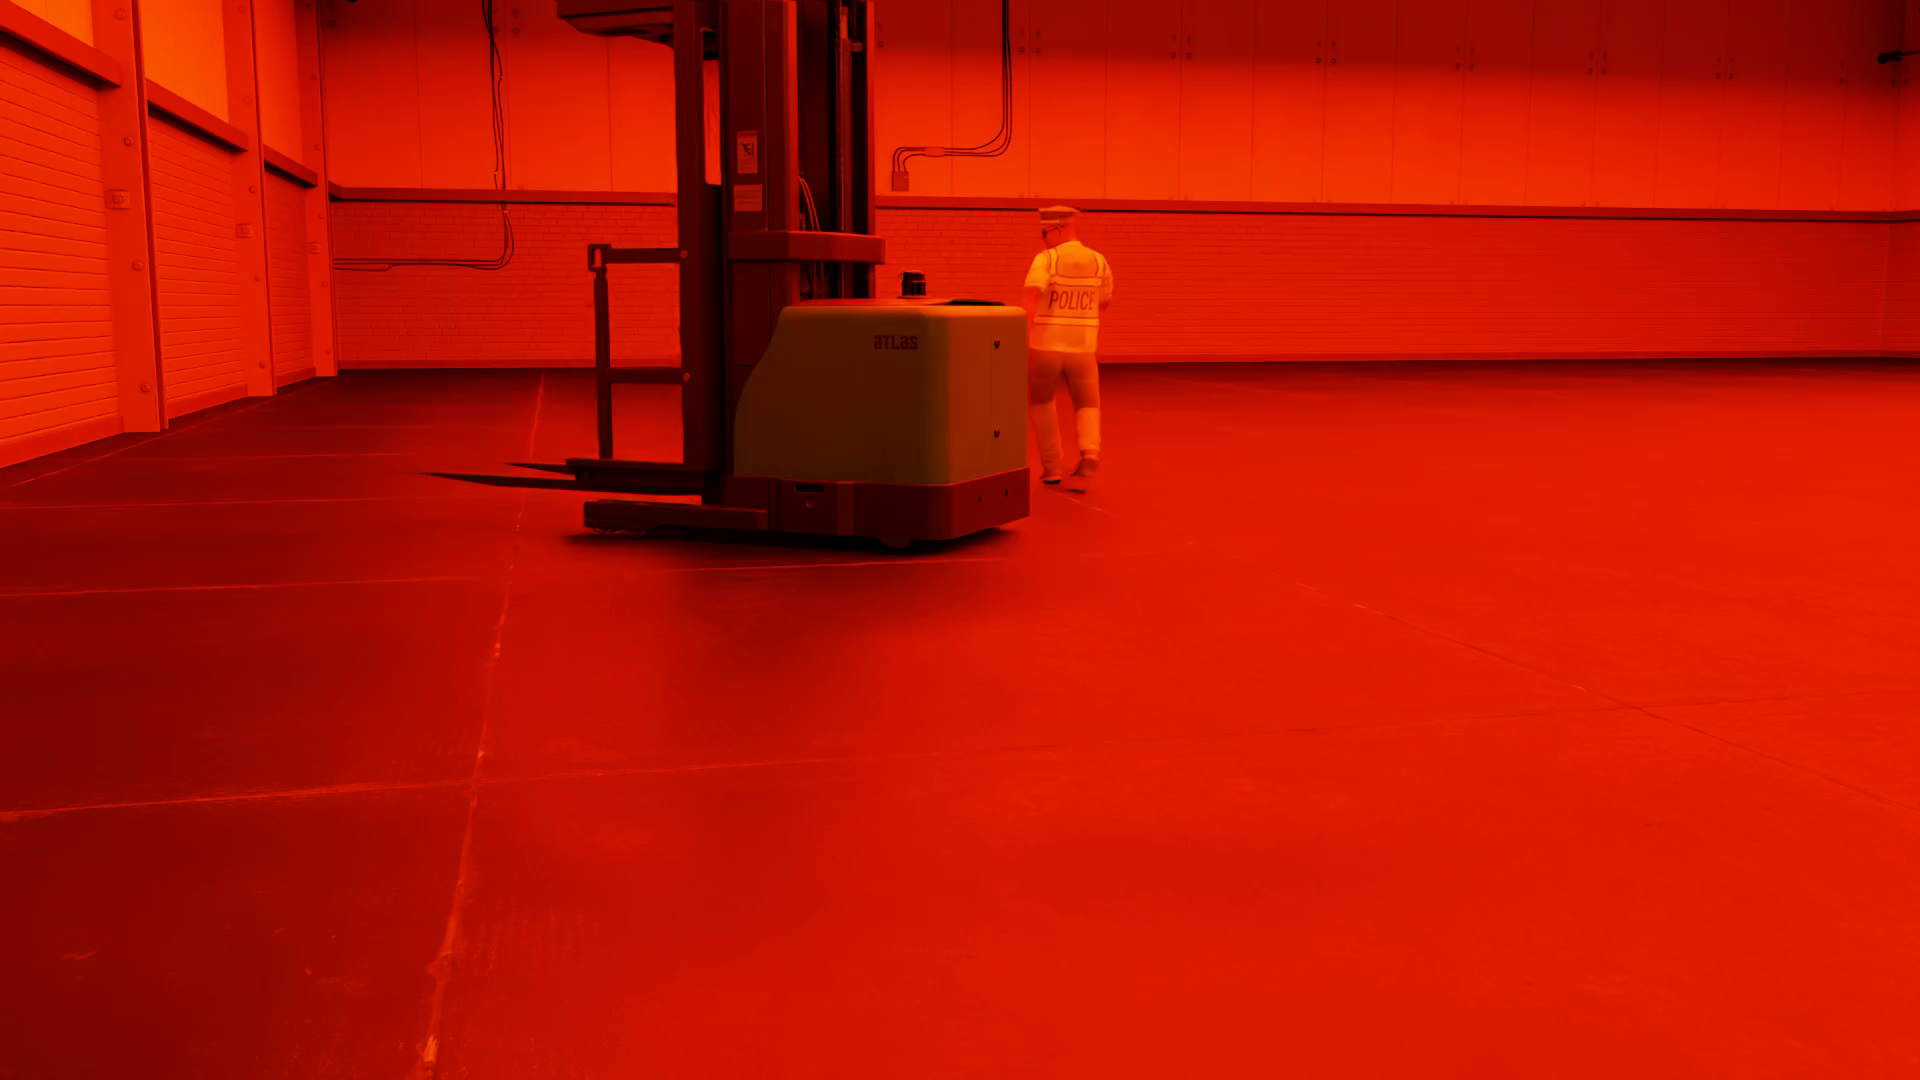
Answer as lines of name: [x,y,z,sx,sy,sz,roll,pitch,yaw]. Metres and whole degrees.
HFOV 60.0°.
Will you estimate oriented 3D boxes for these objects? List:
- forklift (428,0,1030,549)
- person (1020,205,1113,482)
forklift: [-1.223,-1.526,8.037,3.031,2.935,1.130,4,9,25]
person: [0.608,-1.152,9.977,0.628,1.678,0.779,0,8,-3]
